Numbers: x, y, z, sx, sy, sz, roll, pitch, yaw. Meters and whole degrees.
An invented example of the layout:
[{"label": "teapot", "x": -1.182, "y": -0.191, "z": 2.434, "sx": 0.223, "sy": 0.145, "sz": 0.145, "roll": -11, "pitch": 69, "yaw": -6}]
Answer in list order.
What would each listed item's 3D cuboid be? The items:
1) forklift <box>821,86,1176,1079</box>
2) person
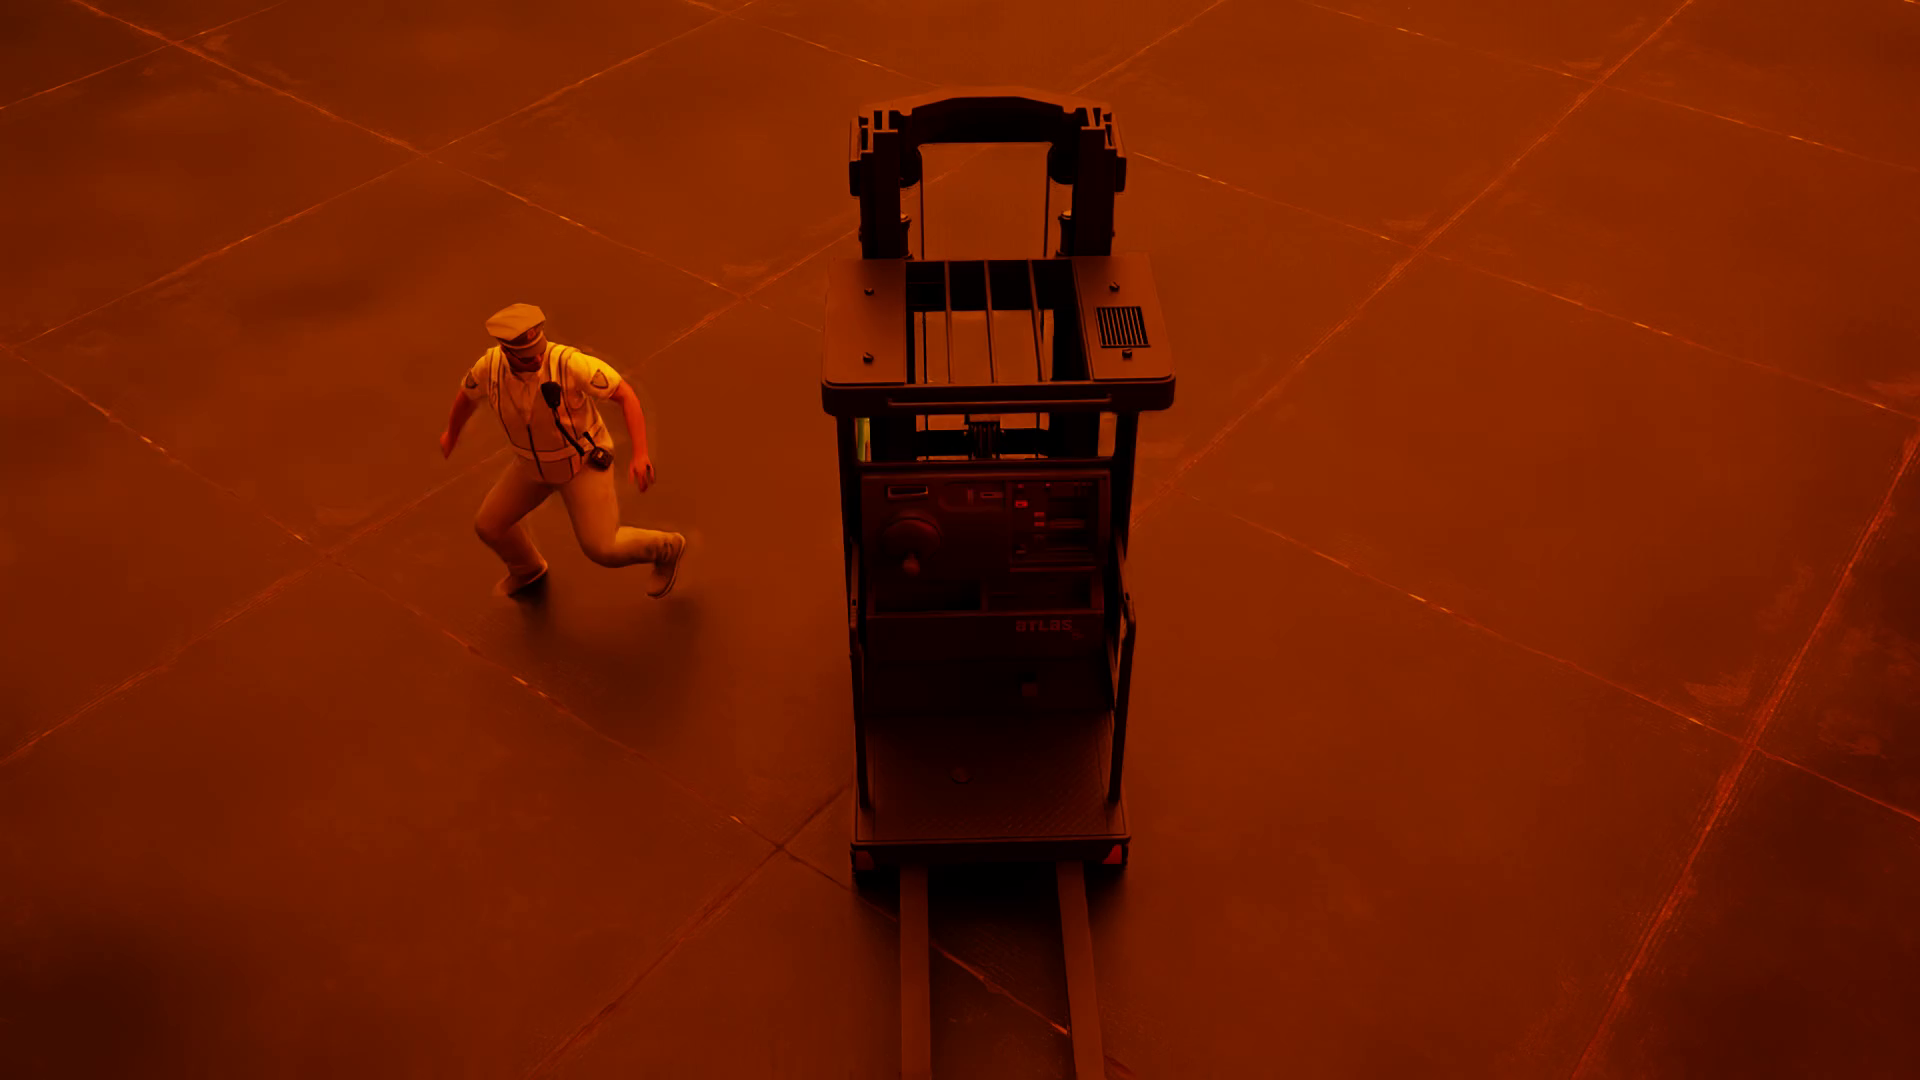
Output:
[{"label": "forklift", "x": 0.106, "y": 0.013, "z": 6.060, "sx": 1.130, "sy": 2.935, "sz": 3.031, "roll": -1, "pitch": 40, "yaw": -1}, {"label": "person", "x": -1.886, "y": -0.365, "z": 7.576, "sx": 1.141, "sy": 1.641, "sz": 0.510, "roll": 13, "pitch": 42, "yaw": 15}]
